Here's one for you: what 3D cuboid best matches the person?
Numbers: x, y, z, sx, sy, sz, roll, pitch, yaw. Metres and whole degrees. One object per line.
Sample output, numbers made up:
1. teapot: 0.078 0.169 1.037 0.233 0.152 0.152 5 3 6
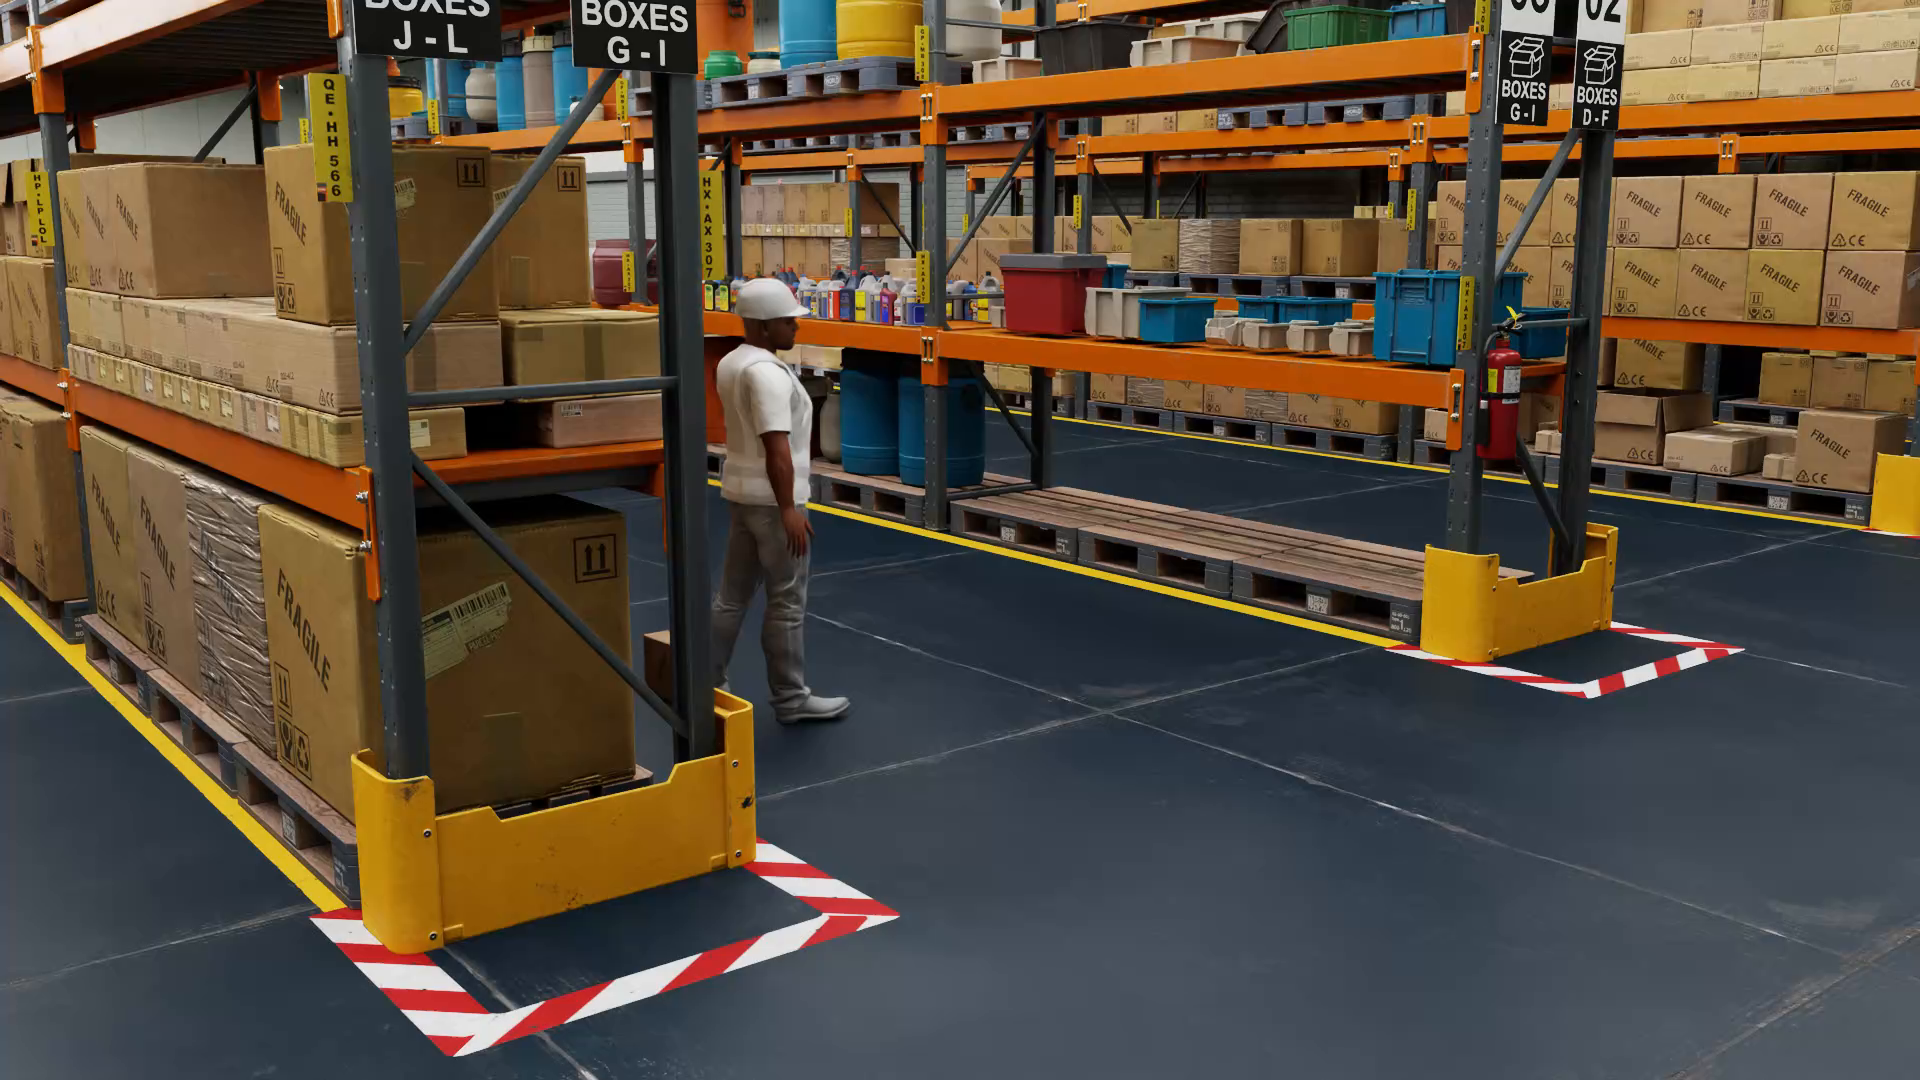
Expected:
1. person: -0.769 -0.148 6.621 0.573 1.767 0.736 -6 12 -27
